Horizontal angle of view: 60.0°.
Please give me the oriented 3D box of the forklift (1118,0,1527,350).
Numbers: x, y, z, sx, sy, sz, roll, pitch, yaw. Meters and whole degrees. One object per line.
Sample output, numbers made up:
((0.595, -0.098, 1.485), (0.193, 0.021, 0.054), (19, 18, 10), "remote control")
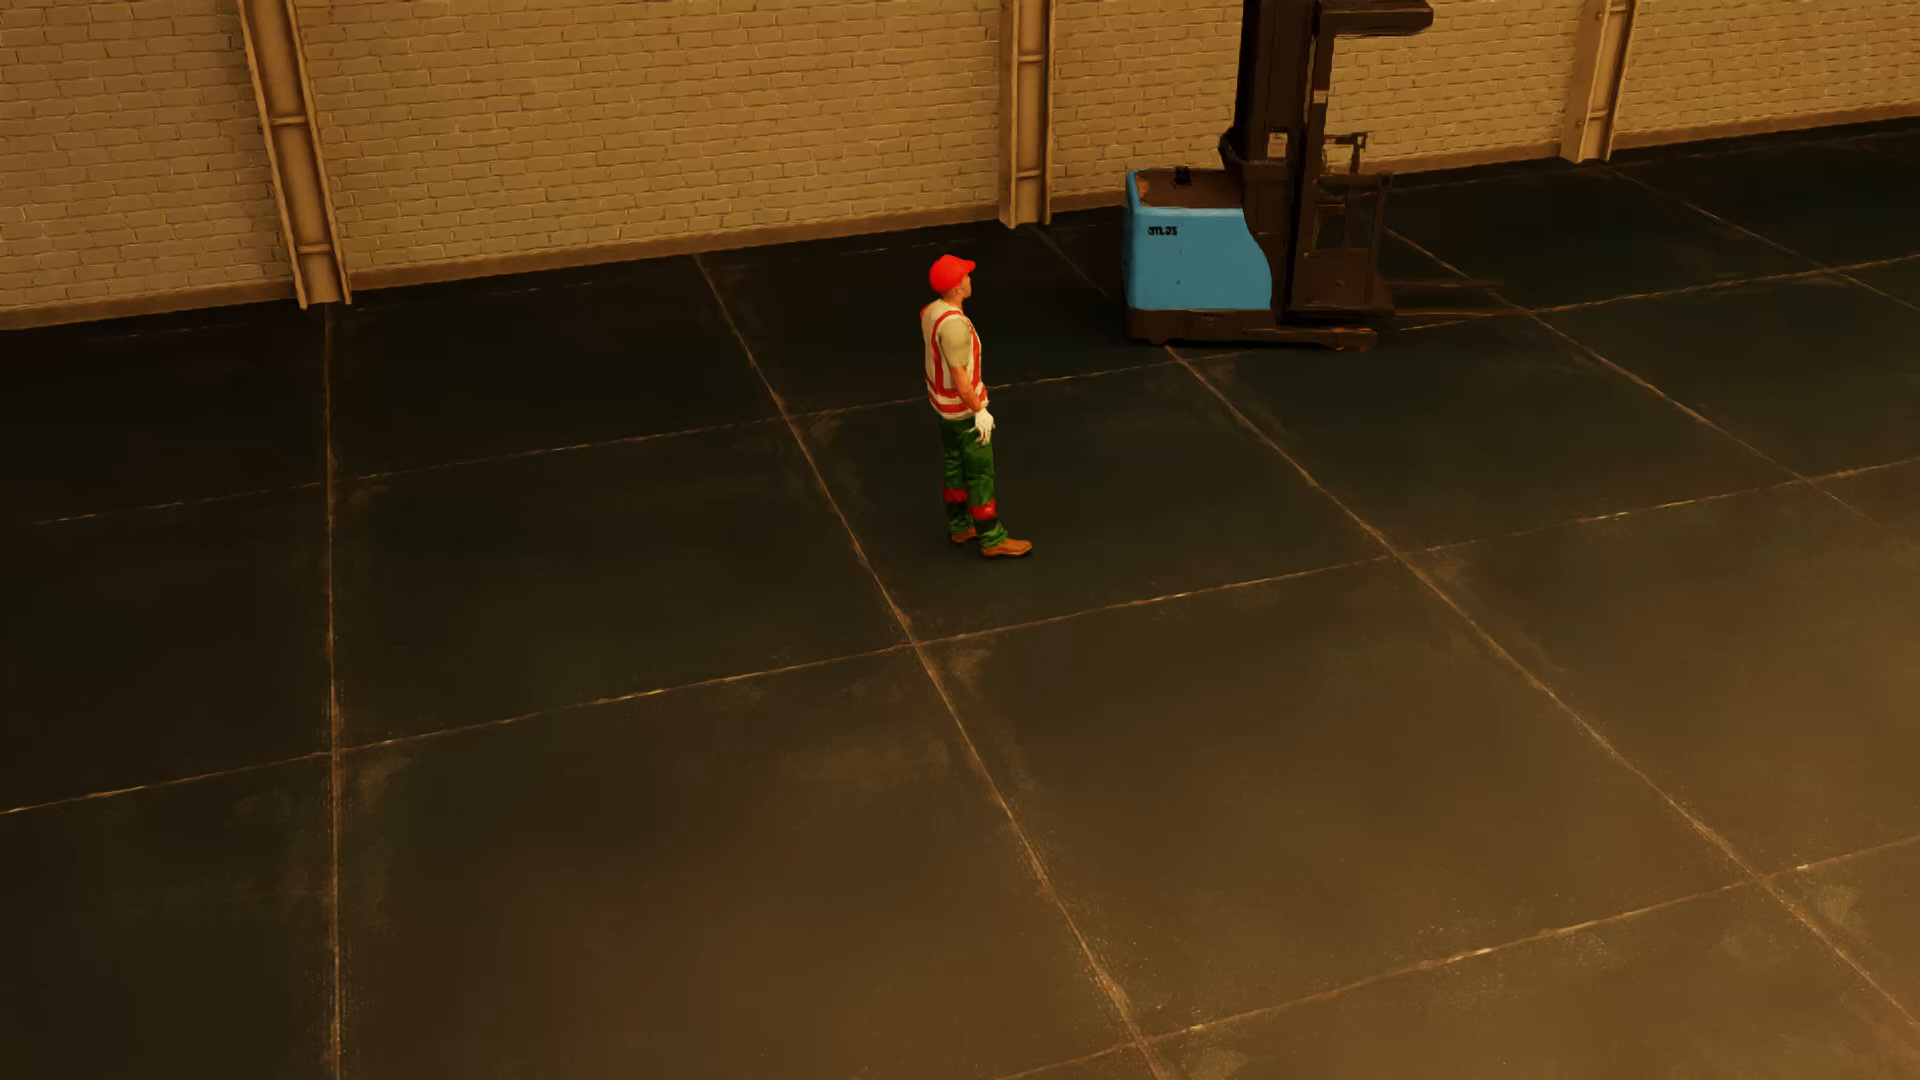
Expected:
((2.773, -2.967, 12.244), (3.031, 2.935, 1.130), (1, 30, 1), "forklift")

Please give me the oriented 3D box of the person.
((0.080, -0.789, 9.589), (0.563, 1.787, 0.637), (-10, 31, -16), "person")
